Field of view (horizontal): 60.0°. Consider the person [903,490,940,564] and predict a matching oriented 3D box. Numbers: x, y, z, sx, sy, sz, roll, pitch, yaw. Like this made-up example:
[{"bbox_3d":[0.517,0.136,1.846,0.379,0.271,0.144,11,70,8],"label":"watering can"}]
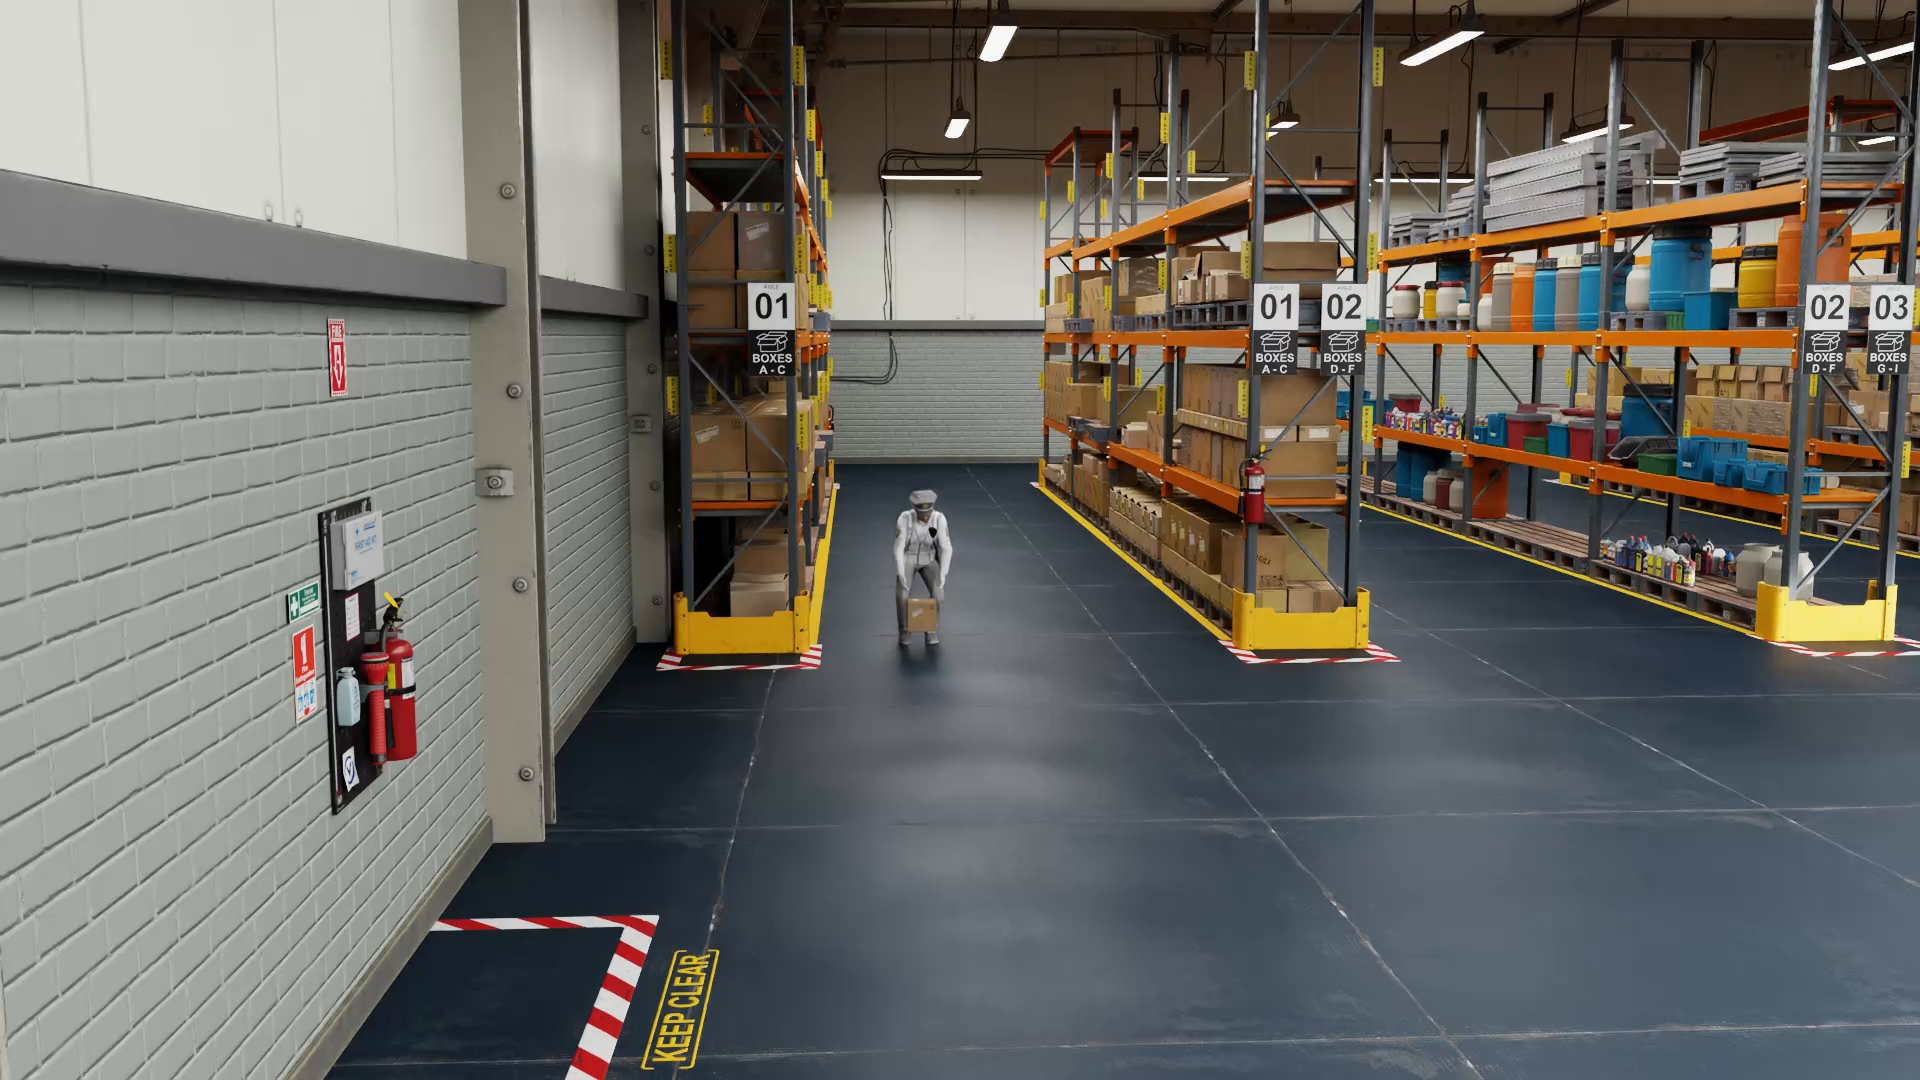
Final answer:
[{"bbox_3d":[-0.354,-0.112,14.868,0.380,0.698,0.683,0,7,-3],"label":"person"}]
